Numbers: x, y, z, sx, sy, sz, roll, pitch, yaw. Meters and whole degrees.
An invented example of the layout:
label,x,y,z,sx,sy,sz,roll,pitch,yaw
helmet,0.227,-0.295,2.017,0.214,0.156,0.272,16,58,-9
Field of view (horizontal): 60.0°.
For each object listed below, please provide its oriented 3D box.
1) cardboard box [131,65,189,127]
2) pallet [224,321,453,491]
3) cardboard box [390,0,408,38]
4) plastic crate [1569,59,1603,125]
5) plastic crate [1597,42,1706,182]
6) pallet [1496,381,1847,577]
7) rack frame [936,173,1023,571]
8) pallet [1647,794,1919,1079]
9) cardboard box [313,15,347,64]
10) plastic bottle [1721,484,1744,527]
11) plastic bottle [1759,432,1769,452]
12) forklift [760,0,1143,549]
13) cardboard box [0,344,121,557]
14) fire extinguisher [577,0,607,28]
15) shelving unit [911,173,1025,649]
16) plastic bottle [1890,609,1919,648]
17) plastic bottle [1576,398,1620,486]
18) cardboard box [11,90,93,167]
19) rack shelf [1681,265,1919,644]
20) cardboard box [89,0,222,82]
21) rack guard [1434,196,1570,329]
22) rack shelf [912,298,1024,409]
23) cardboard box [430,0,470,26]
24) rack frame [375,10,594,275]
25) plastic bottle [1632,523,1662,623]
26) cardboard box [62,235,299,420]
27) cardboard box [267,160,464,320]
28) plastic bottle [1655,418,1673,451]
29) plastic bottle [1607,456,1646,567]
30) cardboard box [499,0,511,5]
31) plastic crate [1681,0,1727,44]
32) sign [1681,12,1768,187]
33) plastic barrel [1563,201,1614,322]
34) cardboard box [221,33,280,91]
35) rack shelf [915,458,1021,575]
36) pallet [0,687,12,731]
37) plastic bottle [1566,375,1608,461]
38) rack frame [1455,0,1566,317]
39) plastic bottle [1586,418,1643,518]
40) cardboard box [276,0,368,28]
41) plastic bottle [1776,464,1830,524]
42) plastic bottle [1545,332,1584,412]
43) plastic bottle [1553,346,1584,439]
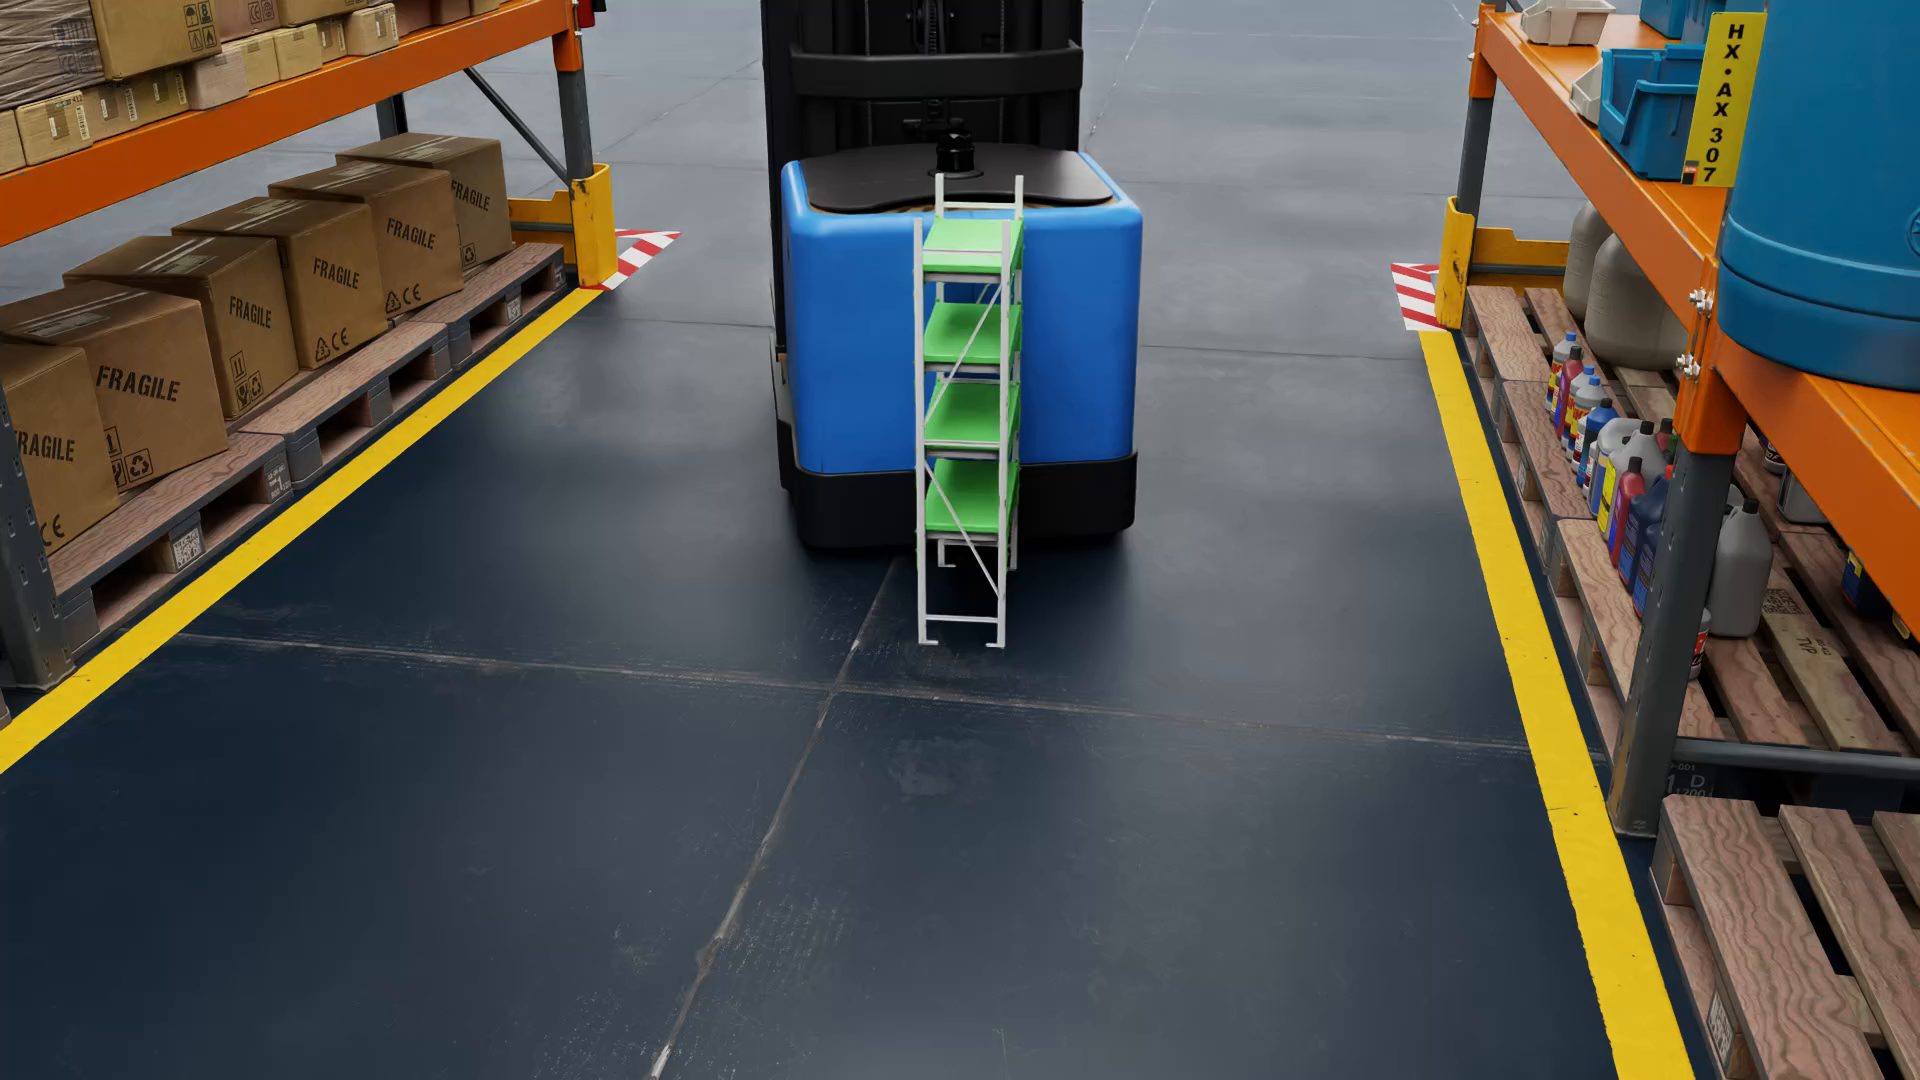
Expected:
label,x,y,z,sx,sy,sz,roll,pitch,yaw
cardboard box,-2.457,-1.283,4.750,0.380,0.149,0.250,4,25,9
pallet,-2.615,-0.545,6.165,1.003,0.211,1.213,4,25,9
cardboard box,-2.265,-1.914,6.098,0.380,0.149,0.250,4,25,9
plastic crate,2.015,-1.247,4.686,0.530,0.136,0.437,4,25,9
plastic crate,1.912,-1.084,4.203,0.499,0.251,0.616,4,25,9
pallet,2.347,-0.196,5.421,1.003,0.211,1.213,4,25,9
rack frame,0.053,-0.457,4.810,0.240,1.200,0.015,2,25,5
pallet,1.909,0.924,3.026,1.003,0.211,1.213,4,25,9
cardboard box,-2.327,-1.704,5.649,0.380,0.149,0.250,4,25,9
plastic bottle,2.002,-0.005,4.416,0.152,0.276,0.135,4,25,9
plastic bottle,2.612,-0.417,5.287,0.061,0.283,0.133,4,25,9
forklift,-0.162,-1.895,5.842,1.130,2.935,3.031,-3,25,-7
cardboard box,-2.782,-0.235,4.668,0.500,0.500,0.500,3,25,7
fire extinguisher,-1.760,-2.667,7.500,0.296,0.674,0.183,4,25,9
shelving unit,0.029,-0.354,4.590,0.258,1.200,0.503,2,25,5
plastic bottle,2.404,0.114,4.153,0.061,0.283,0.133,4,25,9
plastic bottle,1.944,-0.299,5.051,0.097,0.271,0.097,0,25,0
cardboard box,-2.502,-1.072,4.298,0.380,0.149,0.250,4,25,9
rack shelf,1.672,0.493,1.508,1.077,0.370,4.000,4,25,9
cardboard box,-2.636,-1.583,4.626,0.875,0.500,0.500,4,25,9
rack guard,2.687,-1.175,7.171,1.175,0.500,0.348,4,25,9
rack shelf,0.029,-0.513,4.516,0.258,0.148,0.480,2,25,5
cardboard box,-2.164,-2.122,6.542,0.380,0.149,0.250,4,25,9
rack frame,-2.234,-2.686,7.449,1.000,3.000,0.127,4,25,9
plastic bottle,1.820,0.042,4.229,0.144,0.351,0.185,3,25,7
cardboard box,-2.672,-0.741,5.747,0.500,0.500,0.500,2,25,4
cardboard box,-2.416,-1.231,6.796,0.500,0.500,0.500,11,27,22
plastic bottle,2.040,-0.204,4.832,0.061,0.283,0.133,4,25,9
plastic bottle,1.837,-0.079,4.566,0.061,0.283,0.133,6,26,12
cardboard box,-2.118,-2.334,6.994,0.380,0.149,0.250,4,25,9
plastic crate,2.754,-1.774,5.677,0.499,0.251,0.408,4,25,9
sign,1.458,-0.838,3.175,0.100,0.325,0.005,4,25,9
plastic barrel,2.621,-1.125,6.555,0.421,0.512,0.421,0,25,0
cardboard box,-2.375,-1.493,5.197,0.380,0.149,0.250,4,25,9
rack shelf,0.029,-0.078,4.719,0.258,0.148,0.480,2,25,5
pallet,-3.013,0.576,3.771,1.003,0.211,1.213,4,25,9
plastic bottle,1.977,-0.384,5.232,0.097,0.271,0.097,0,25,0
rack frame,2.653,-2.343,6.716,1.000,3.000,0.127,4,25,9
plastic bottle,1.935,-0.208,4.849,0.152,0.276,0.135,4,25,9
cardboard box,-2.531,-2.006,5.528,0.875,0.500,0.500,4,25,9
plastic bottle,2.490,-0.201,4.834,0.152,0.276,0.135,4,25,9
plastic bottle,2.049,-0.569,5.628,0.097,0.271,0.097,0,25,0
plastic bottle,1.994,-0.481,5.425,0.061,0.283,0.133,4,25,9
